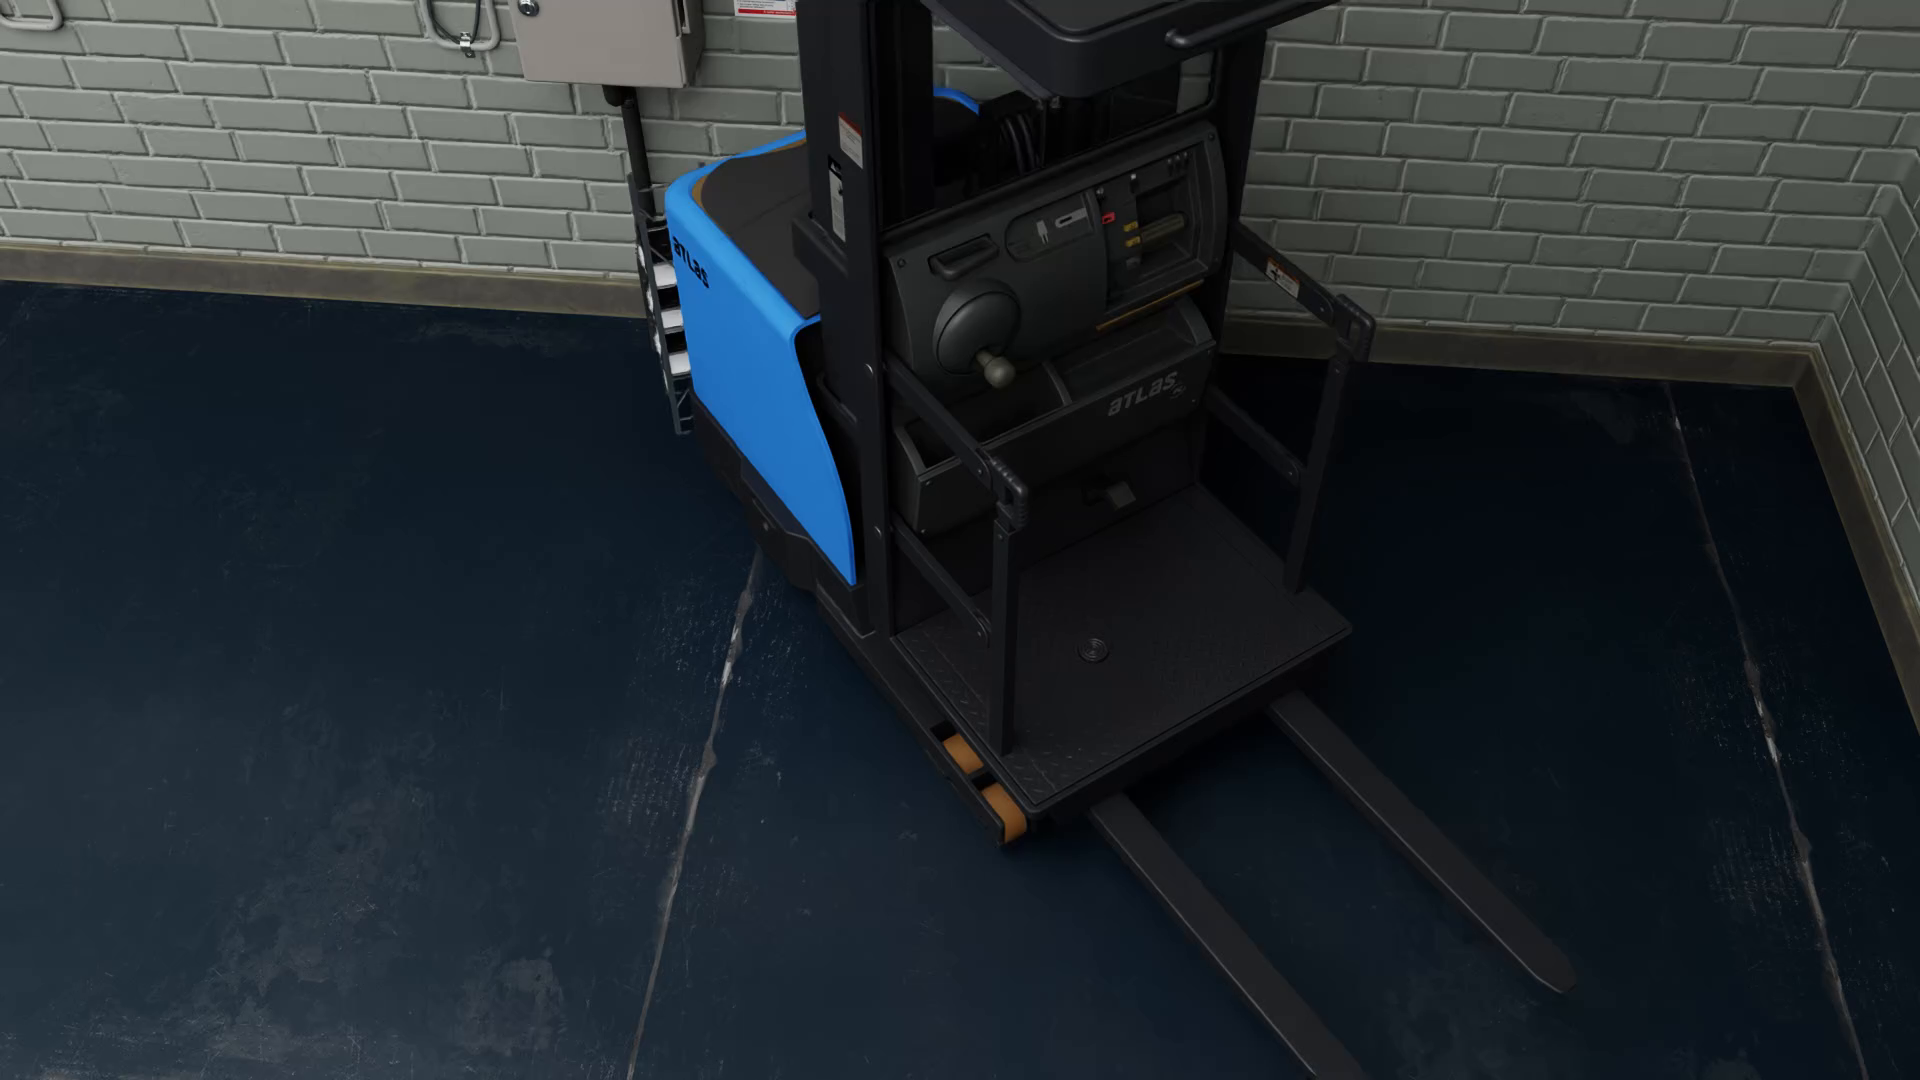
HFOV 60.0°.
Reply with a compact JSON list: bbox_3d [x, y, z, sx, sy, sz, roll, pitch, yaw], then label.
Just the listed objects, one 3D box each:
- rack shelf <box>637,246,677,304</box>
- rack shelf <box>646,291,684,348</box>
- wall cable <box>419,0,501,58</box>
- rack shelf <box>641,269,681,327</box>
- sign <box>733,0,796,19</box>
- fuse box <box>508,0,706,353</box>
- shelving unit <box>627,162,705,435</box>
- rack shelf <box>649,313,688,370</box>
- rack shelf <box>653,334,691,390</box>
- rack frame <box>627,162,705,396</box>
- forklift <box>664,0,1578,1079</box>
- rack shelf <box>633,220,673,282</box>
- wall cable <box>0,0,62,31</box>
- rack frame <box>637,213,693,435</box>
[{"bbox_3d":[-0.866,-0.853,5.222,0.258,0.077,0.200,-12,49,-11],"label":"rack shelf"},{"bbox_3d":[-0.866,-0.732,5.354,0.258,0.077,0.200,-12,49,-11],"label":"rack shelf"},{"bbox_3d":[-1.700,-2.174,4.517,0.588,1.984,0.122,4,48,4],"label":"wall cable"},{"bbox_3d":[-0.866,-0.793,5.288,0.258,0.077,0.200,-12,49,-11],"label":"rack shelf"},{"bbox_3d":[-0.524,-1.757,4.888,0.329,0.494,0.001,4,48,4],"label":"sign"},{"bbox_3d":[-1.035,-1.235,5.220,0.539,1.711,0.414,4,48,4],"label":"fuse box"},{"bbox_3d":[-0.866,-0.754,5.330,0.258,0.900,0.210,-12,49,-11],"label":"shelving unit"},{"bbox_3d":[-0.866,-0.671,5.421,0.258,0.077,0.200,-12,49,-11],"label":"rack shelf"},{"bbox_3d":[-0.866,-0.610,5.487,0.258,0.077,0.200,-12,49,-11],"label":"rack shelf"},{"bbox_3d":[-0.895,-0.826,5.396,0.240,0.900,0.006,-12,49,-11],"label":"rack frame"},{"bbox_3d":[0.370,-0.577,3.791,1.130,2.935,3.031,-26,53,-22],"label":"forklift"},{"bbox_3d":[-0.866,-0.914,5.155,0.258,0.077,0.200,-12,49,-11],"label":"rack shelf"},{"bbox_3d":[-3.113,-2.272,4.585,0.585,1.953,0.123,4,48,4],"label":"wall cable"},{"bbox_3d":[-0.837,-0.682,5.264,0.240,0.900,0.006,-12,49,-11],"label":"rack frame"}]
